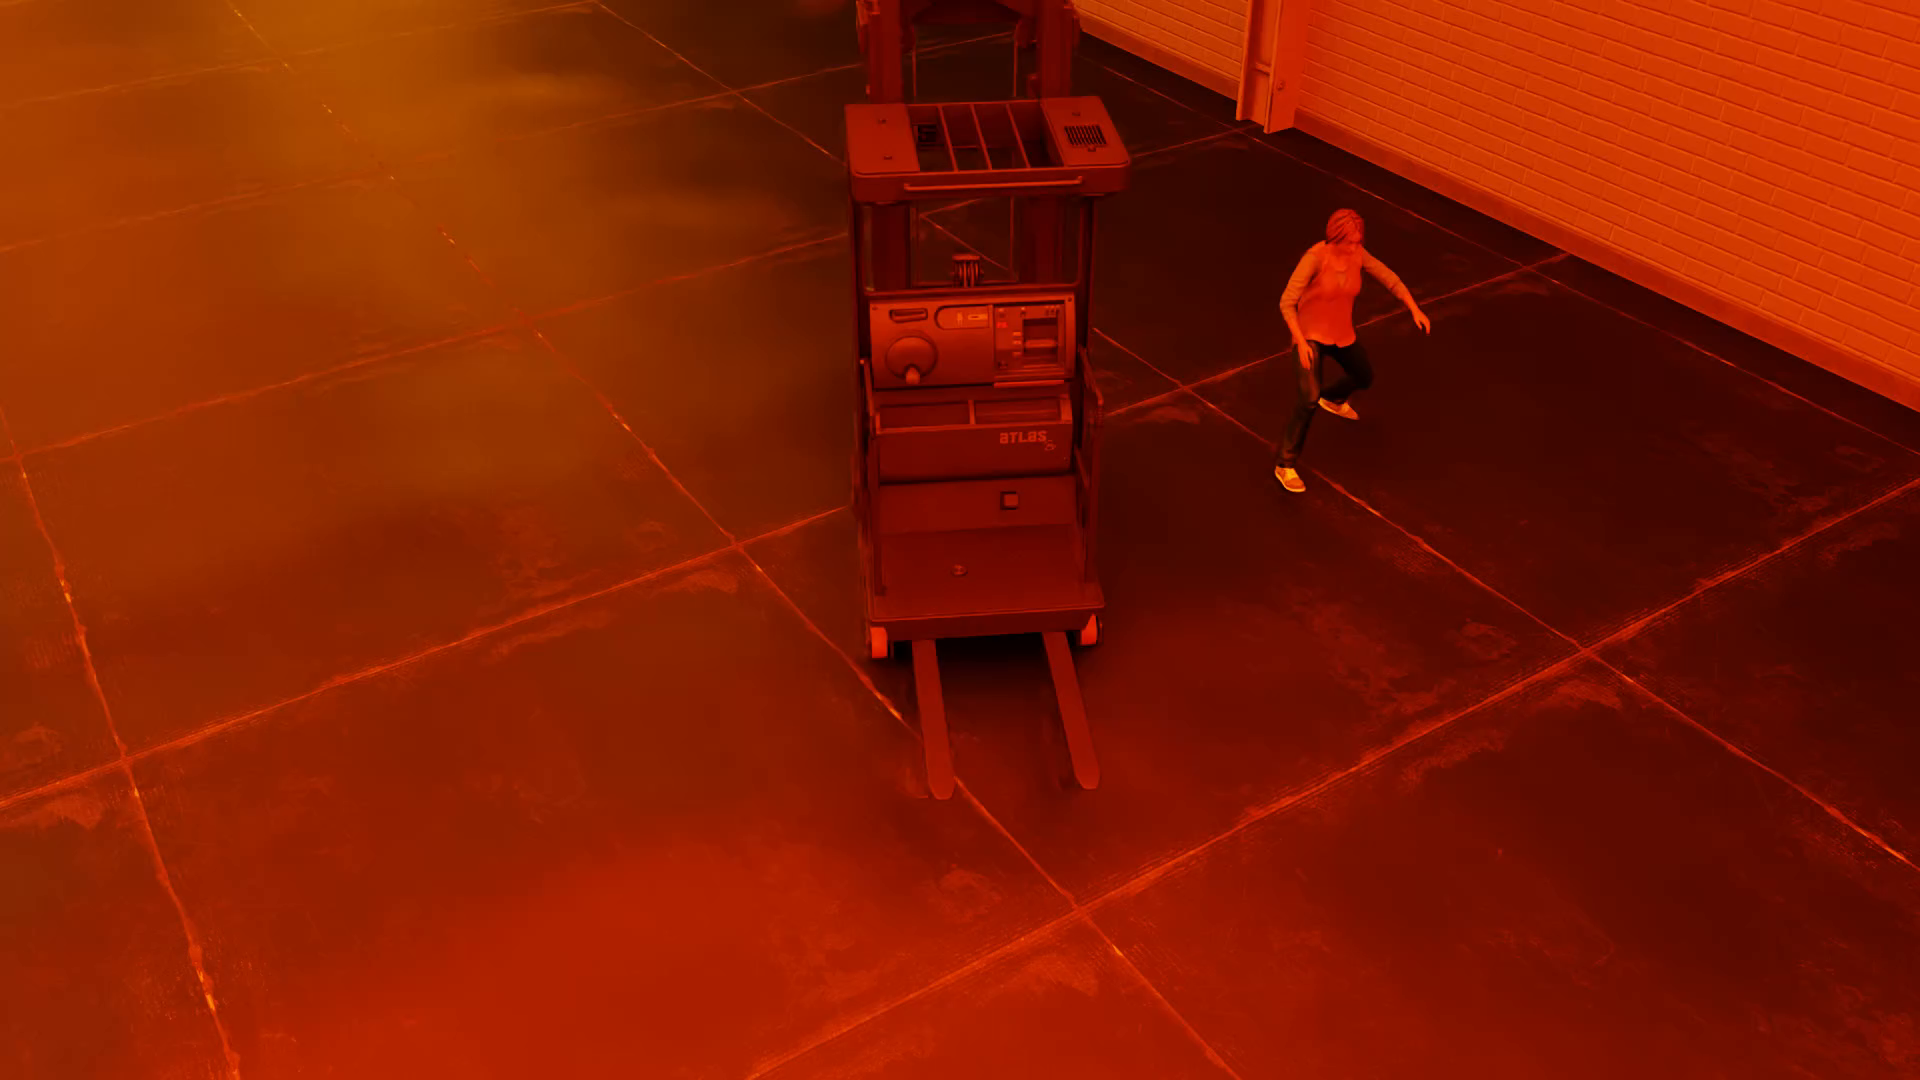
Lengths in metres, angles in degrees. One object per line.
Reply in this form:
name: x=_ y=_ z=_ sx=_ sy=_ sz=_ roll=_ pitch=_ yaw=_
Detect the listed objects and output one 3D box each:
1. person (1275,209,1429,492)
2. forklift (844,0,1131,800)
person: x=2.053 y=-1.095 z=9.049 sx=0.880 sy=1.460 sz=0.842 roll=-13 pitch=37 yaw=-18
forklift: x=0.084 y=-0.841 z=7.344 sx=1.130 sy=2.935 sz=3.031 roll=-3 pitch=35 yaw=-5
